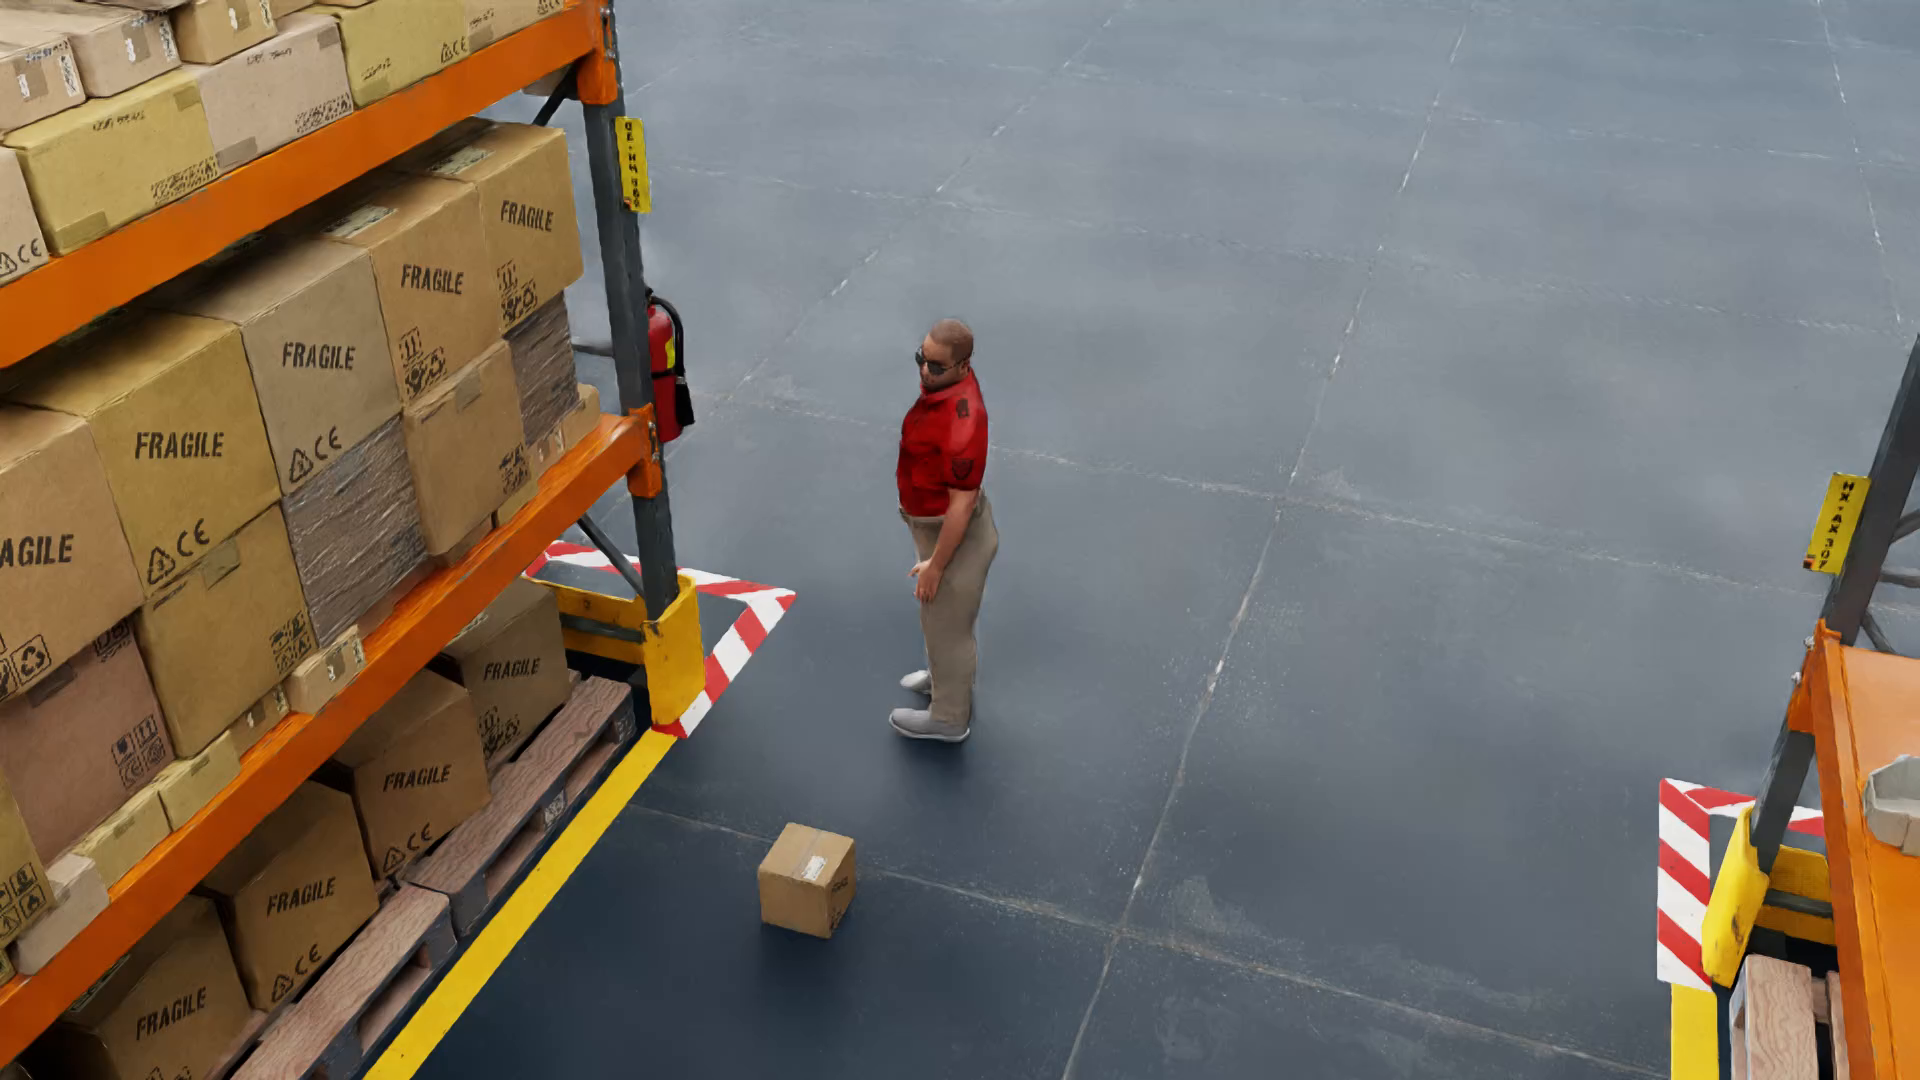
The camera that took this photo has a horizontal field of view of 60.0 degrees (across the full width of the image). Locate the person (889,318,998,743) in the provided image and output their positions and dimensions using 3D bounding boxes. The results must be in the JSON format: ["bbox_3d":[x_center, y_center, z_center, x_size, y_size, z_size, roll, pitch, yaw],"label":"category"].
[{"bbox_3d":[-0.078,0.027,6.207,0.418,1.699,0.582,-3,33,-5],"label":"person"}]
